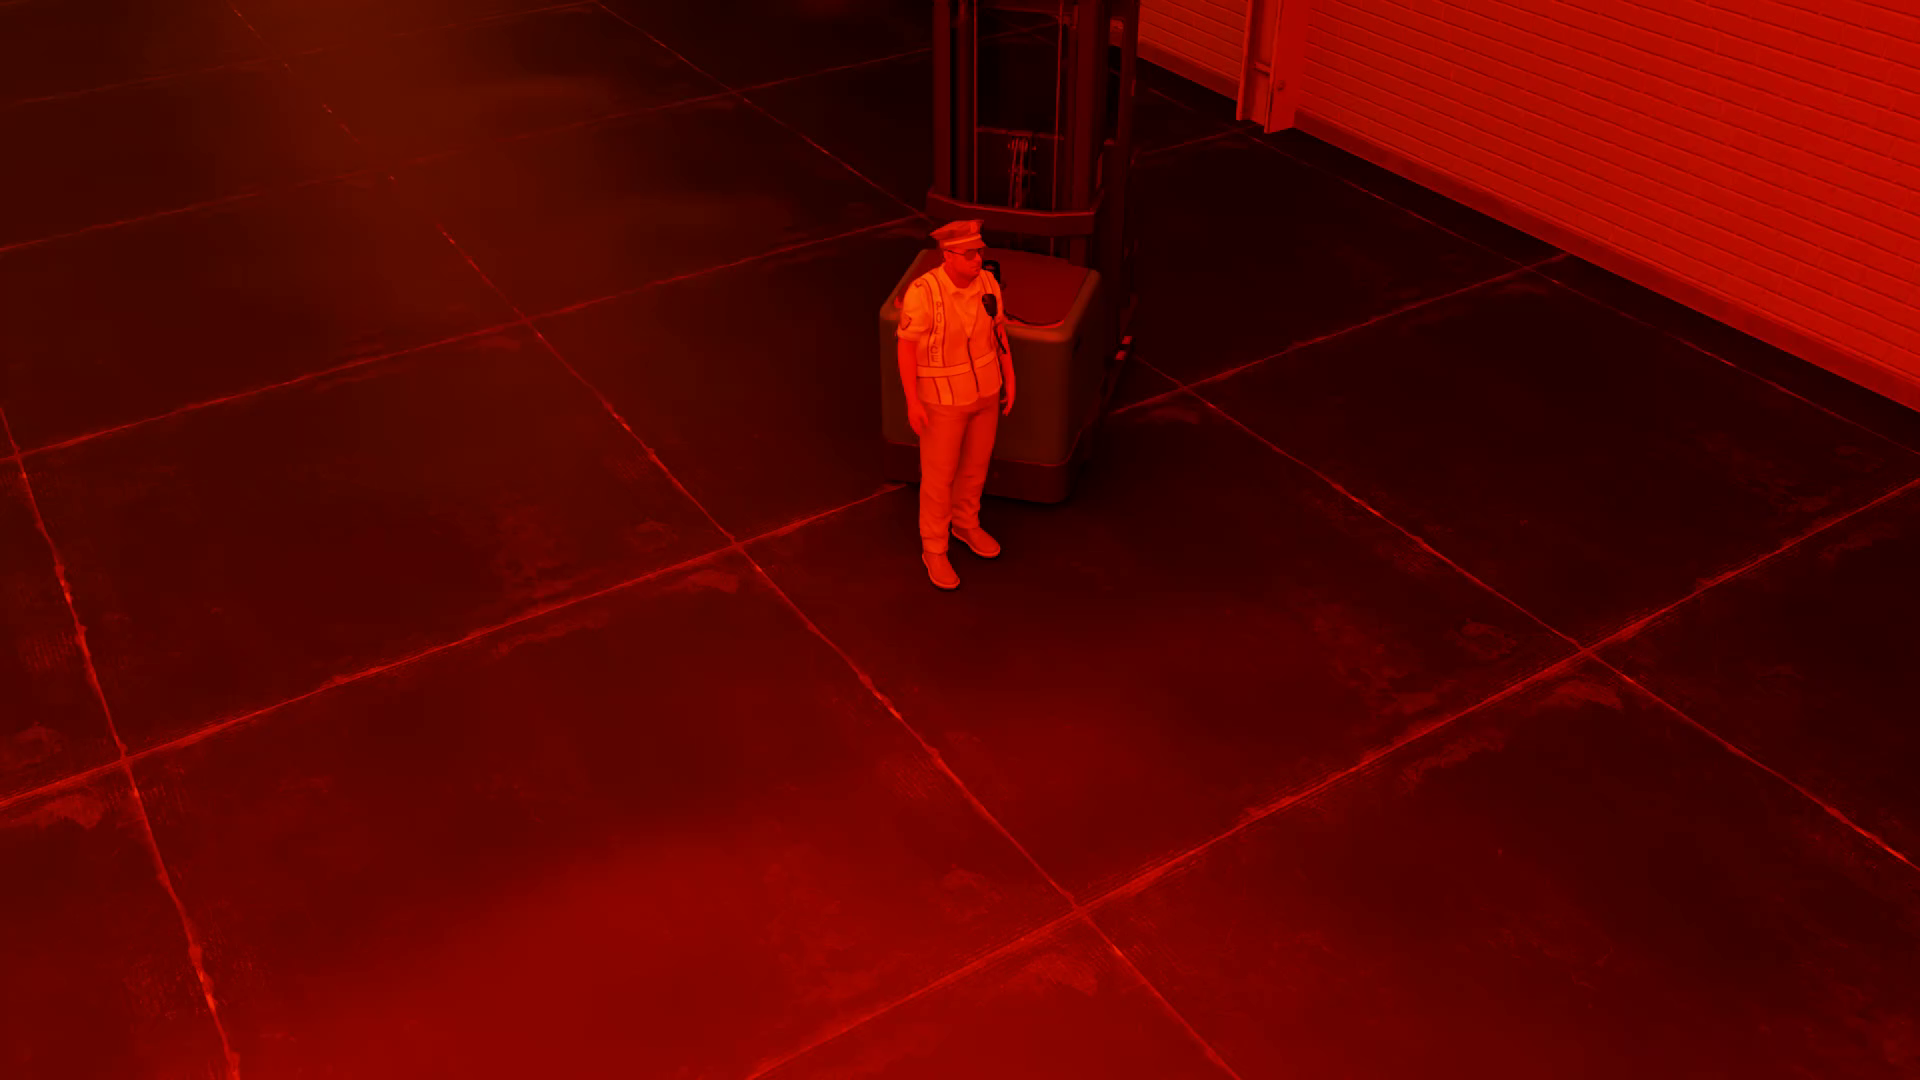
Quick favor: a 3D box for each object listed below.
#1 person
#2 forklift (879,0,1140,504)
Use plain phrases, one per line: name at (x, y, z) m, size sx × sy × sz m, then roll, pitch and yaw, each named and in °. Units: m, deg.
person at (0.032, -0.694, 8.122) m, size 0.640 × 1.781 × 0.575 m, roll -21°, pitch 40°, yaw -27°
forklift at (0.460, -2.238, 9.333) m, size 1.130 × 2.935 × 3.031 m, roll 9°, pitch 36°, yaw 13°
